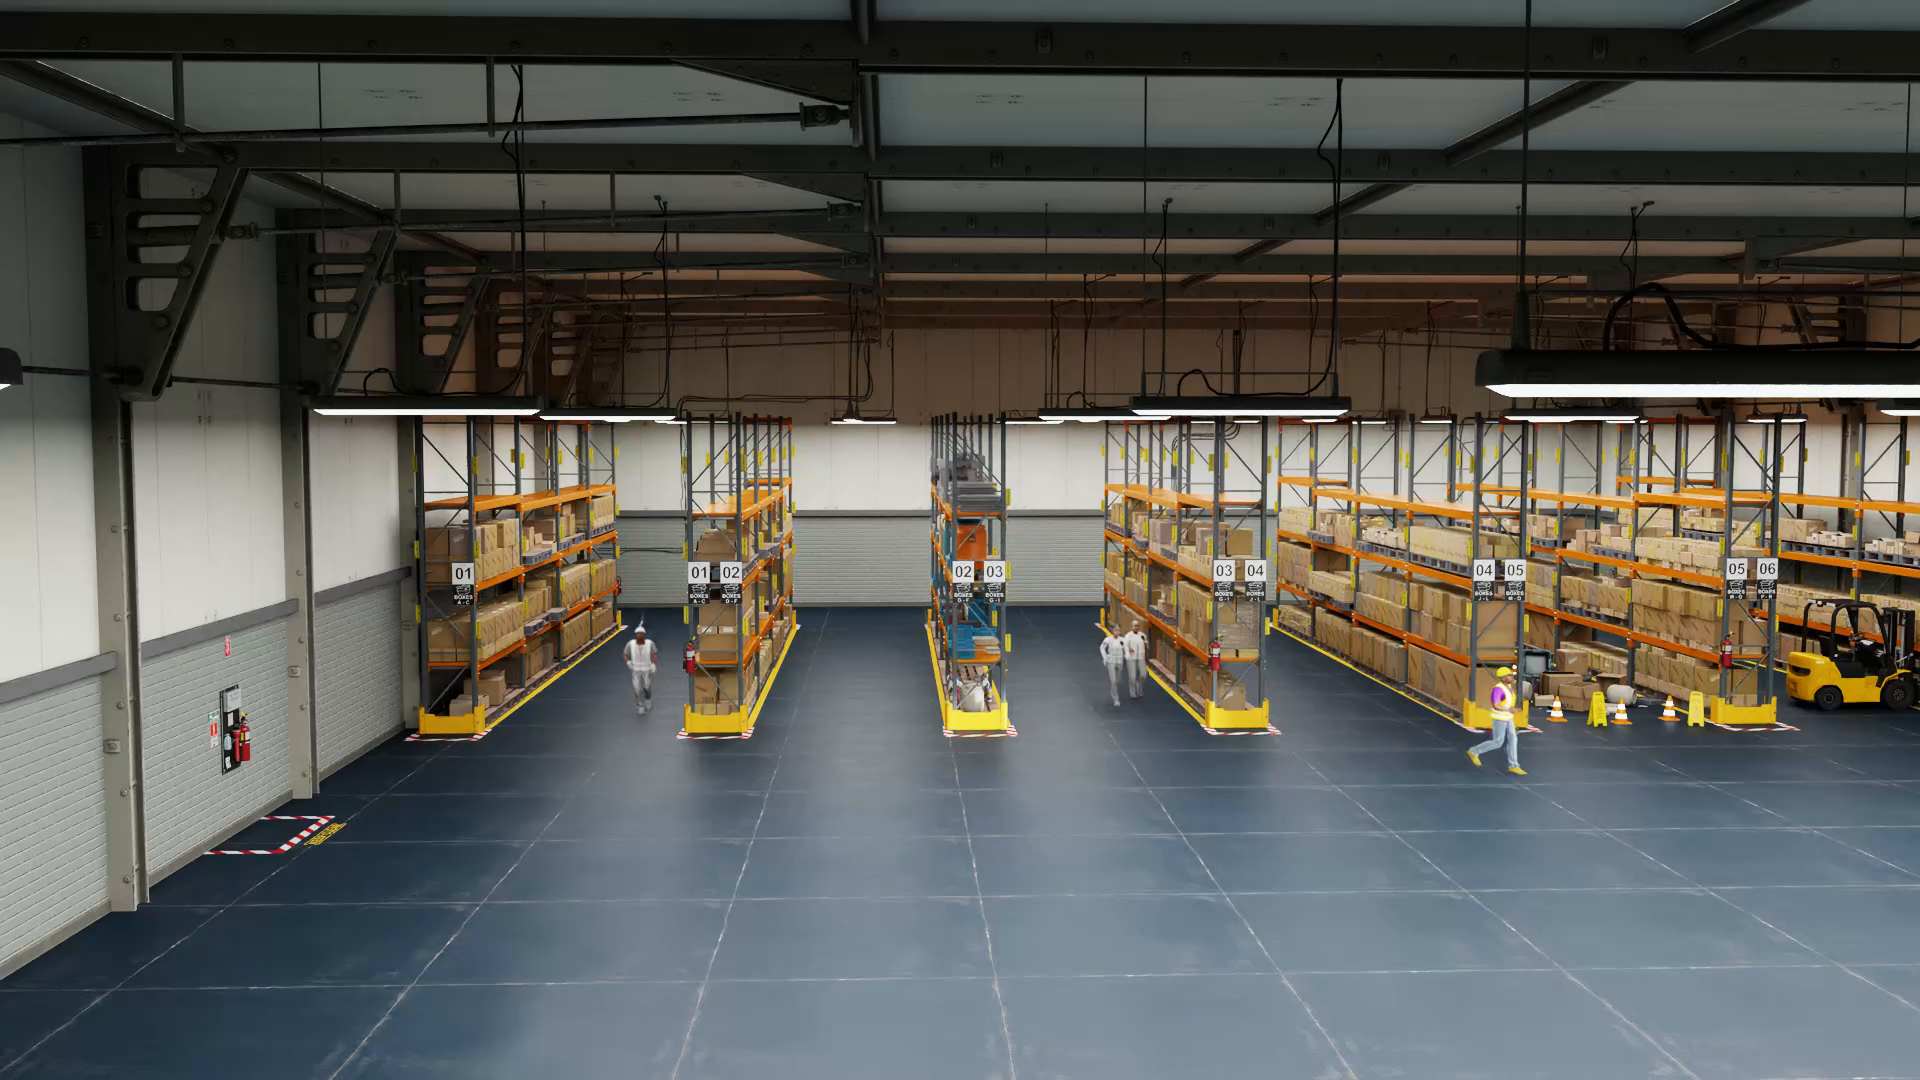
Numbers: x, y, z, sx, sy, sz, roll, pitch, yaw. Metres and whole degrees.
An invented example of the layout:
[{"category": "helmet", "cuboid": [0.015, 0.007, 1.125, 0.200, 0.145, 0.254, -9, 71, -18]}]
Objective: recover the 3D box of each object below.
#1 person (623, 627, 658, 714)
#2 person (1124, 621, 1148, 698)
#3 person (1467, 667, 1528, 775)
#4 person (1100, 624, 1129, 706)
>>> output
[{"category": "person", "cuboid": [-6.366, 2.594, 33.096, 0.686, 1.743, 0.581, -1, 4, -8]}, {"category": "person", "cuboid": [3.725, 2.519, 35.018, 0.591, 1.638, 0.576, 0, 4, -6]}, {"category": "person", "cuboid": [8.930, 2.973, 27.515, 0.954, 1.769, 0.709, 3, 5, 37]}, {"category": "person", "cuboid": [3.203, 2.554, 34.454, 0.597, 1.678, 0.828, 0, 4, -7]}]
